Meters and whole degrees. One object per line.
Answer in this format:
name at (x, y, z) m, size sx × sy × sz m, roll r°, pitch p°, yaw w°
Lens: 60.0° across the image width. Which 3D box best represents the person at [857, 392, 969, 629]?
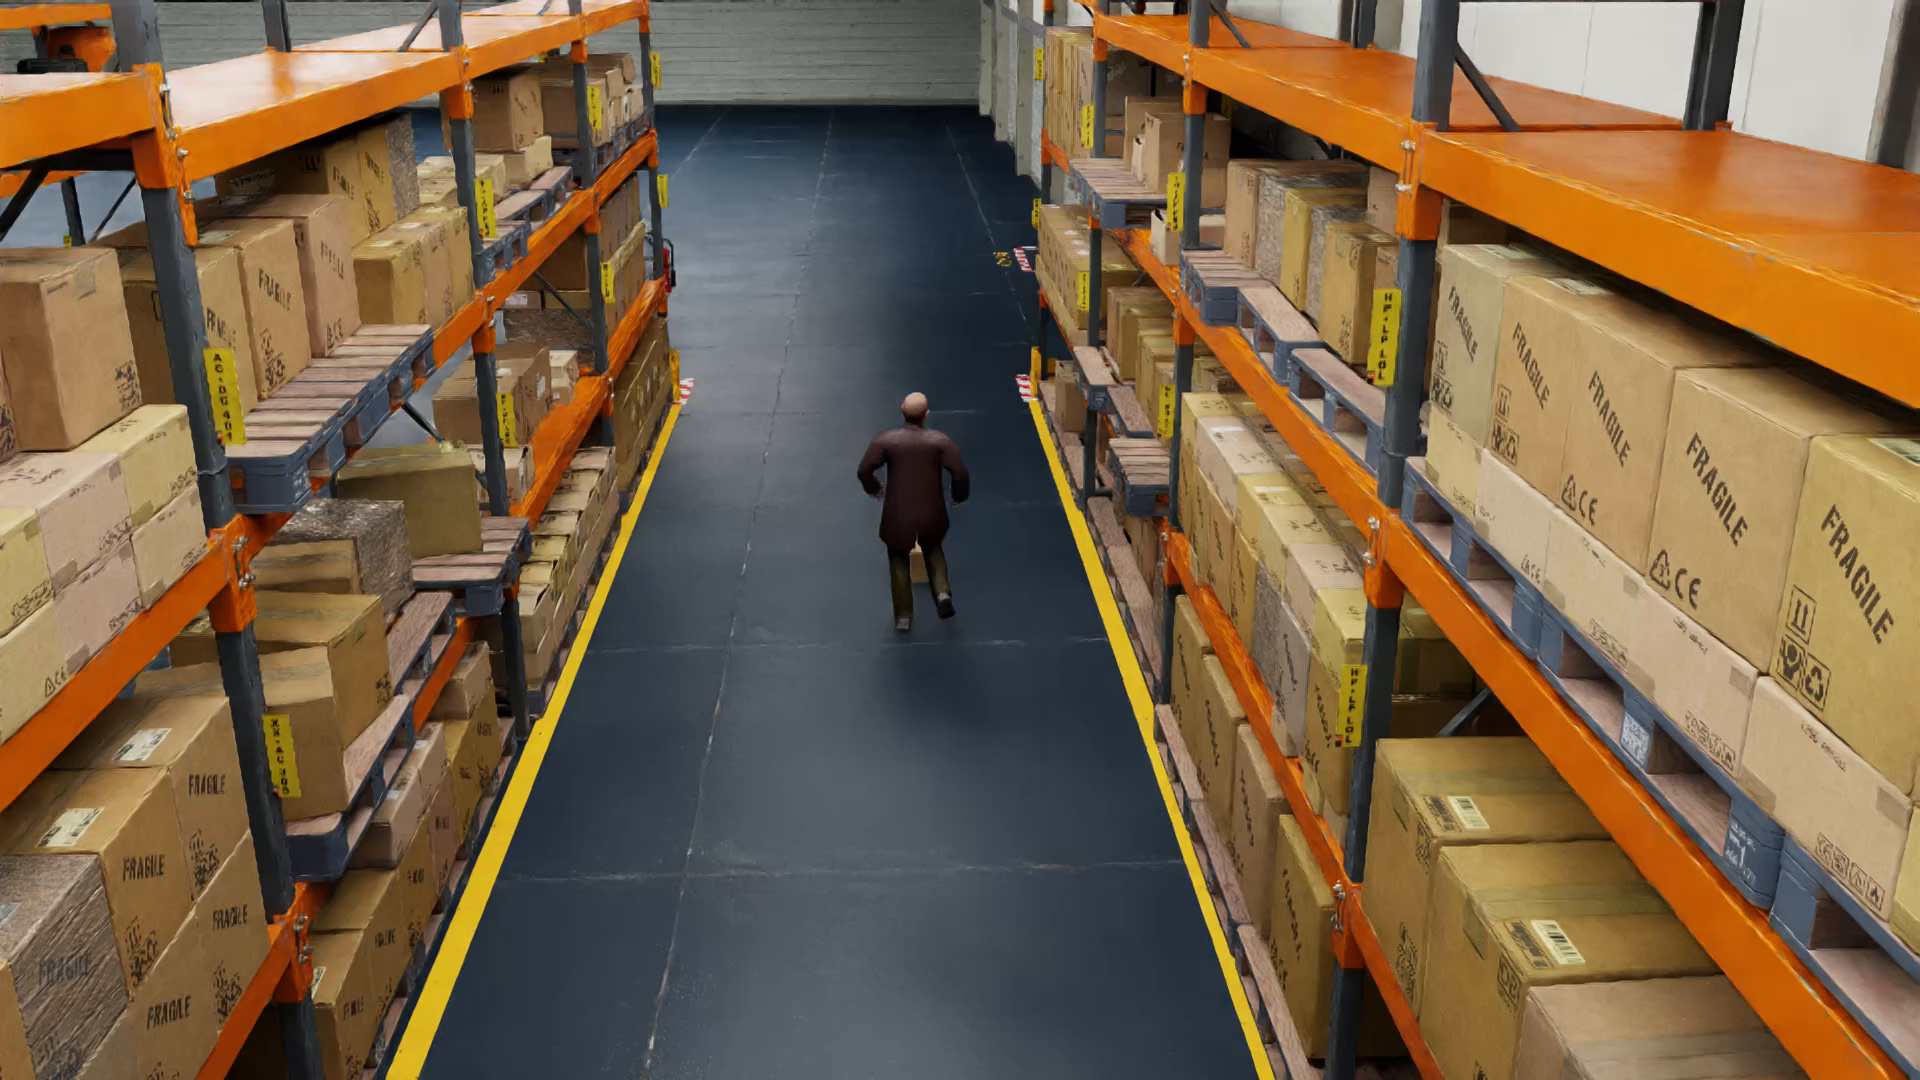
person at (-0.333, -0.215, 11.728) m, size 0.787 × 1.747 × 0.520 m, roll -2°, pitch 20°, yaw -6°
